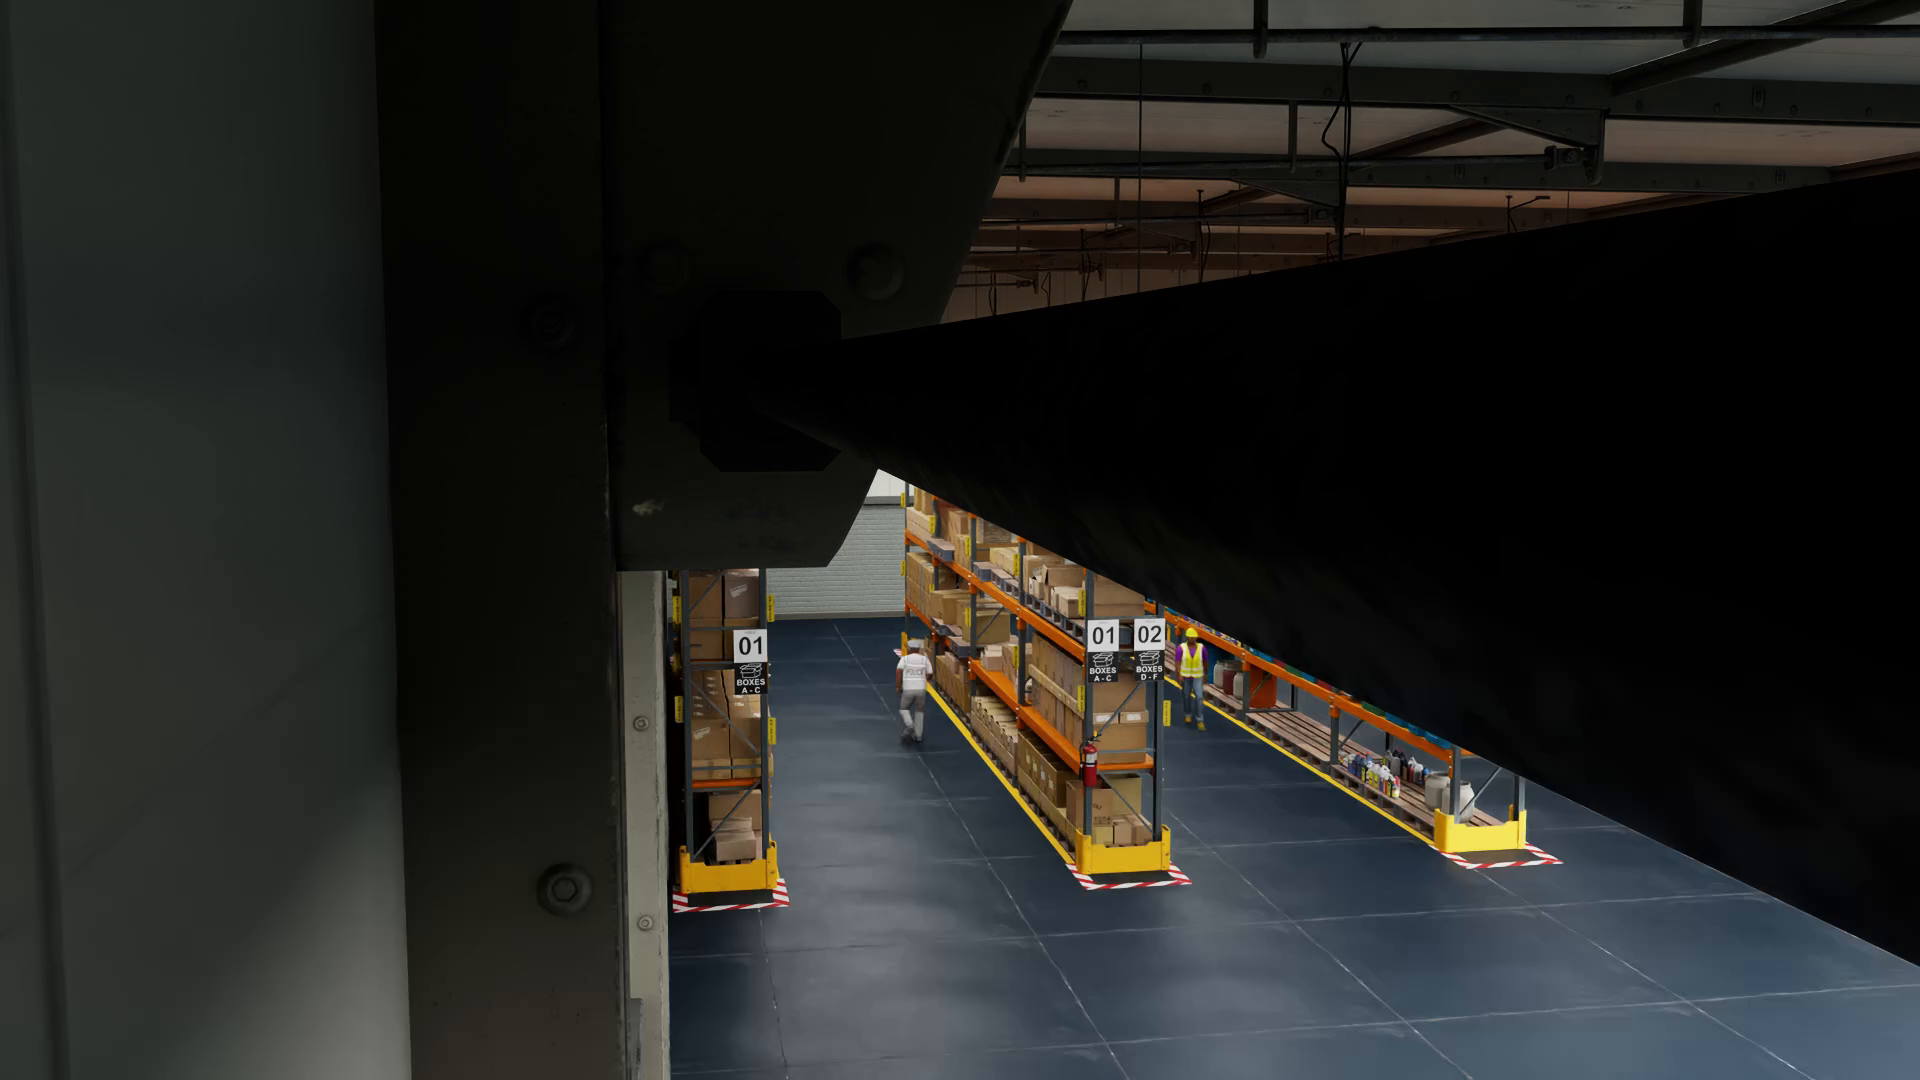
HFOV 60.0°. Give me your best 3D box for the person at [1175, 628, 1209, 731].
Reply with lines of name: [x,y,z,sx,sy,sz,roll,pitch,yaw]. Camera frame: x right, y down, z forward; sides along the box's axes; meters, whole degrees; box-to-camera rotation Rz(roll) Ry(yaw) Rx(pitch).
person: [4.078,2.411,29.260,0.588,1.721,0.915,1,6,8]

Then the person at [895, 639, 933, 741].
person: [-0.786,2.553,28.471,0.659,1.675,0.788,-1,6,-9]
